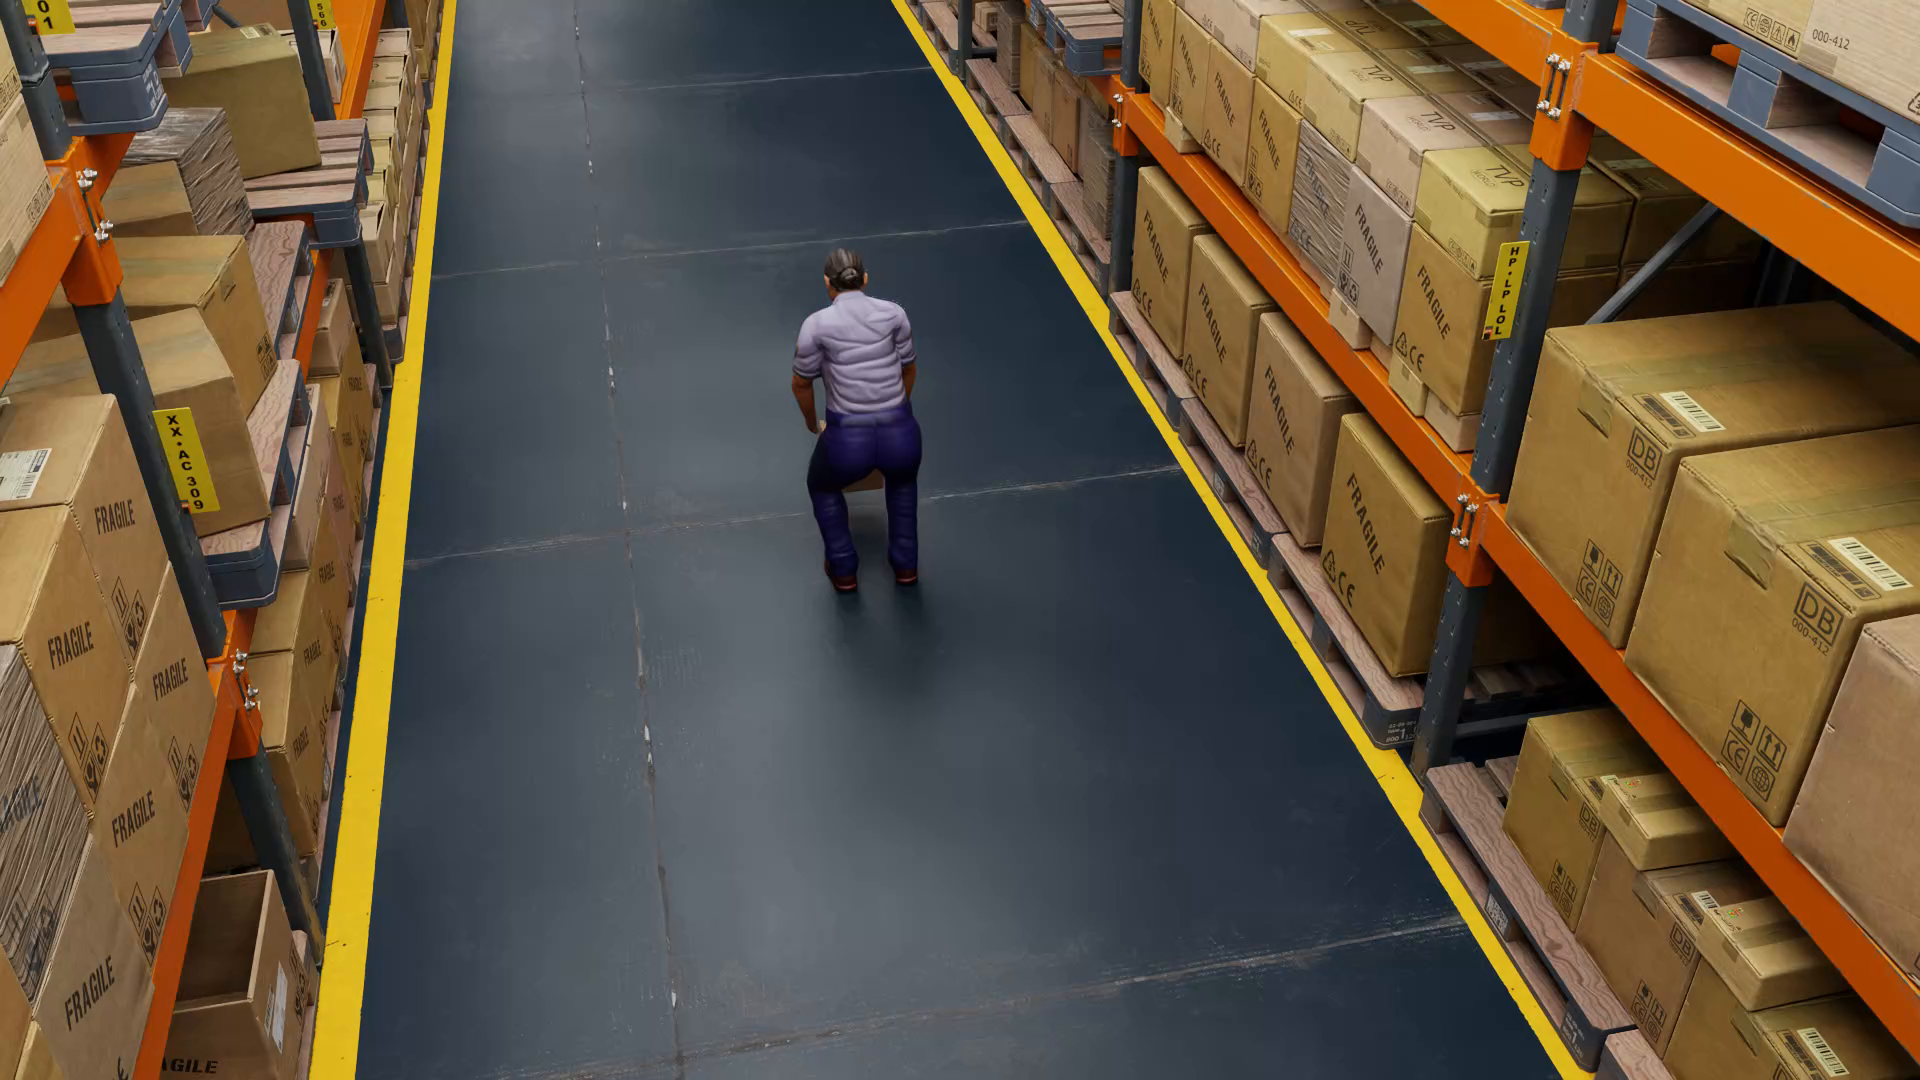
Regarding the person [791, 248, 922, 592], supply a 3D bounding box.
[{"bbox_3d":[-0.427,-0.463,6.999,0.528,1.468,0.573,-7,35,-10],"label":"person"}]
